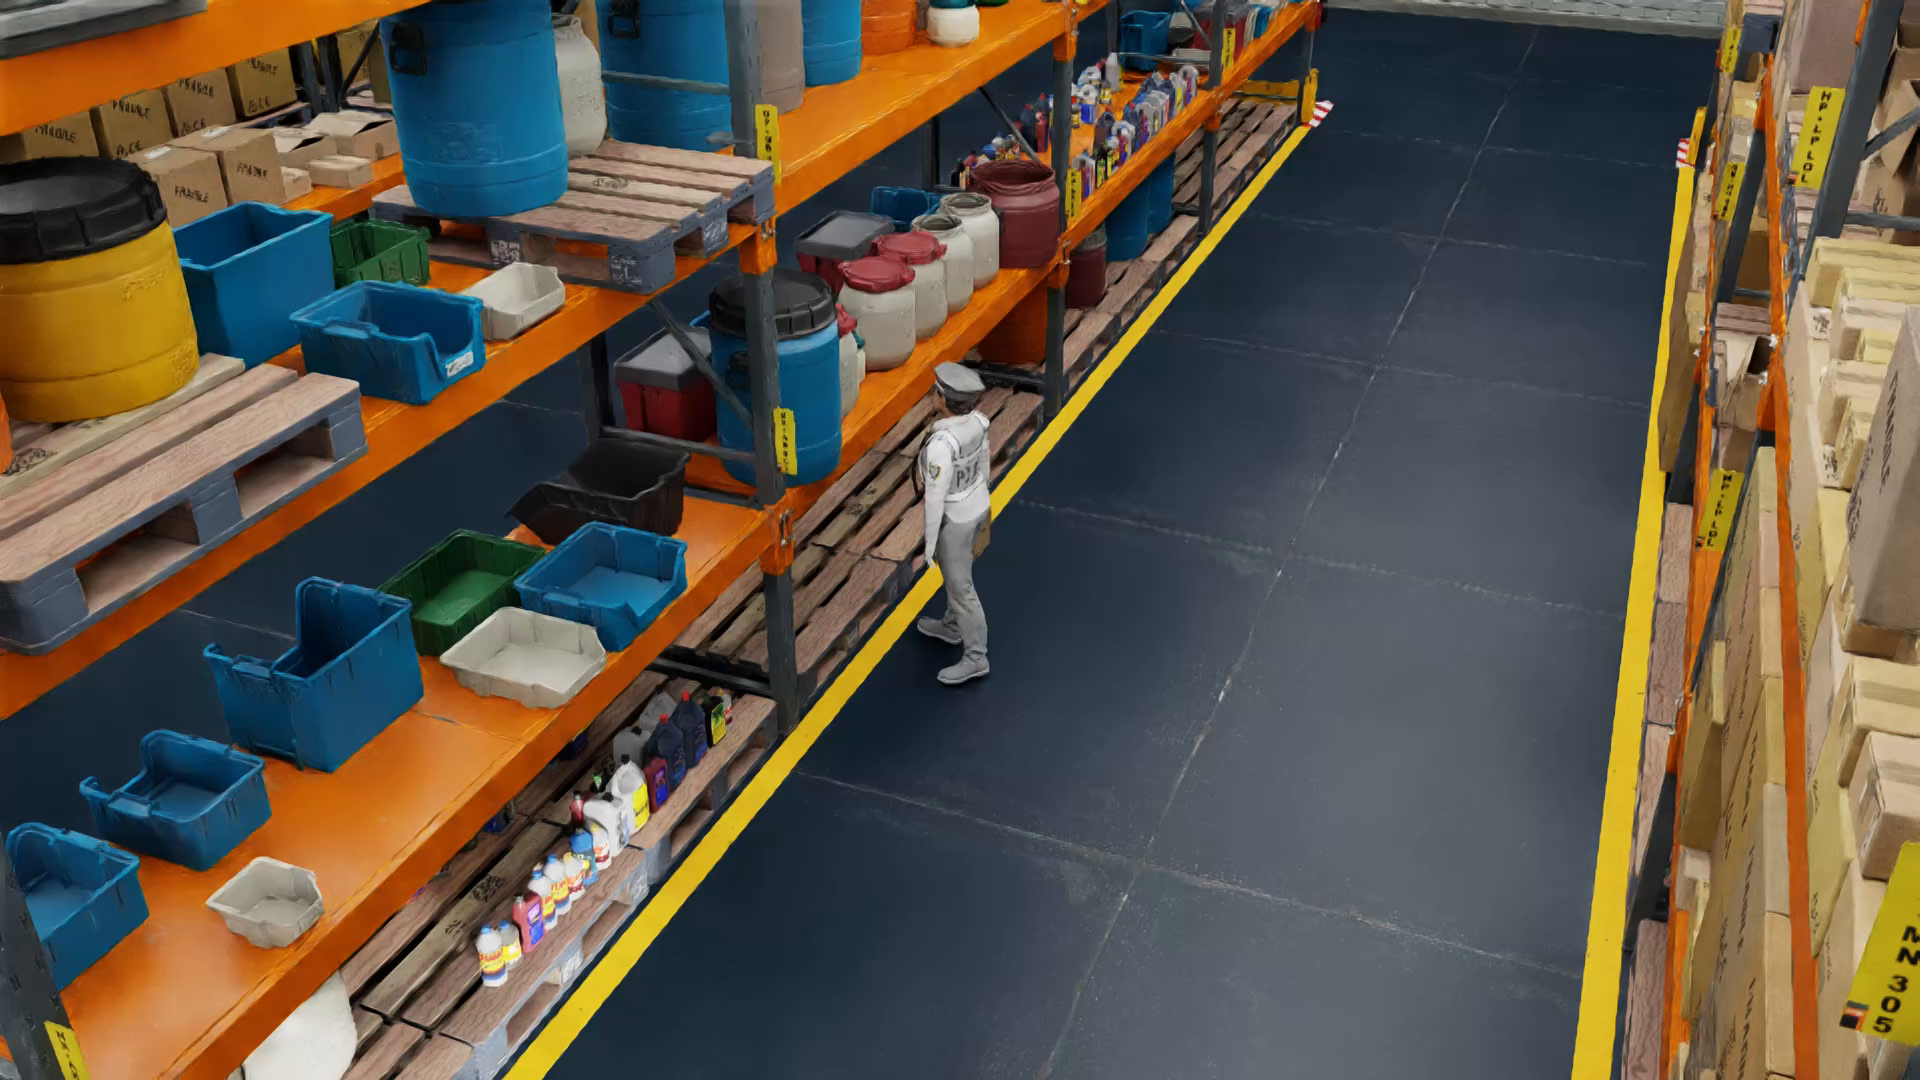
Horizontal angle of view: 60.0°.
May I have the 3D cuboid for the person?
[{"bbox_3d":[-0.033,-0.134,8.576,0.560,1.666,0.644,15,33,24],"label":"person"}]
